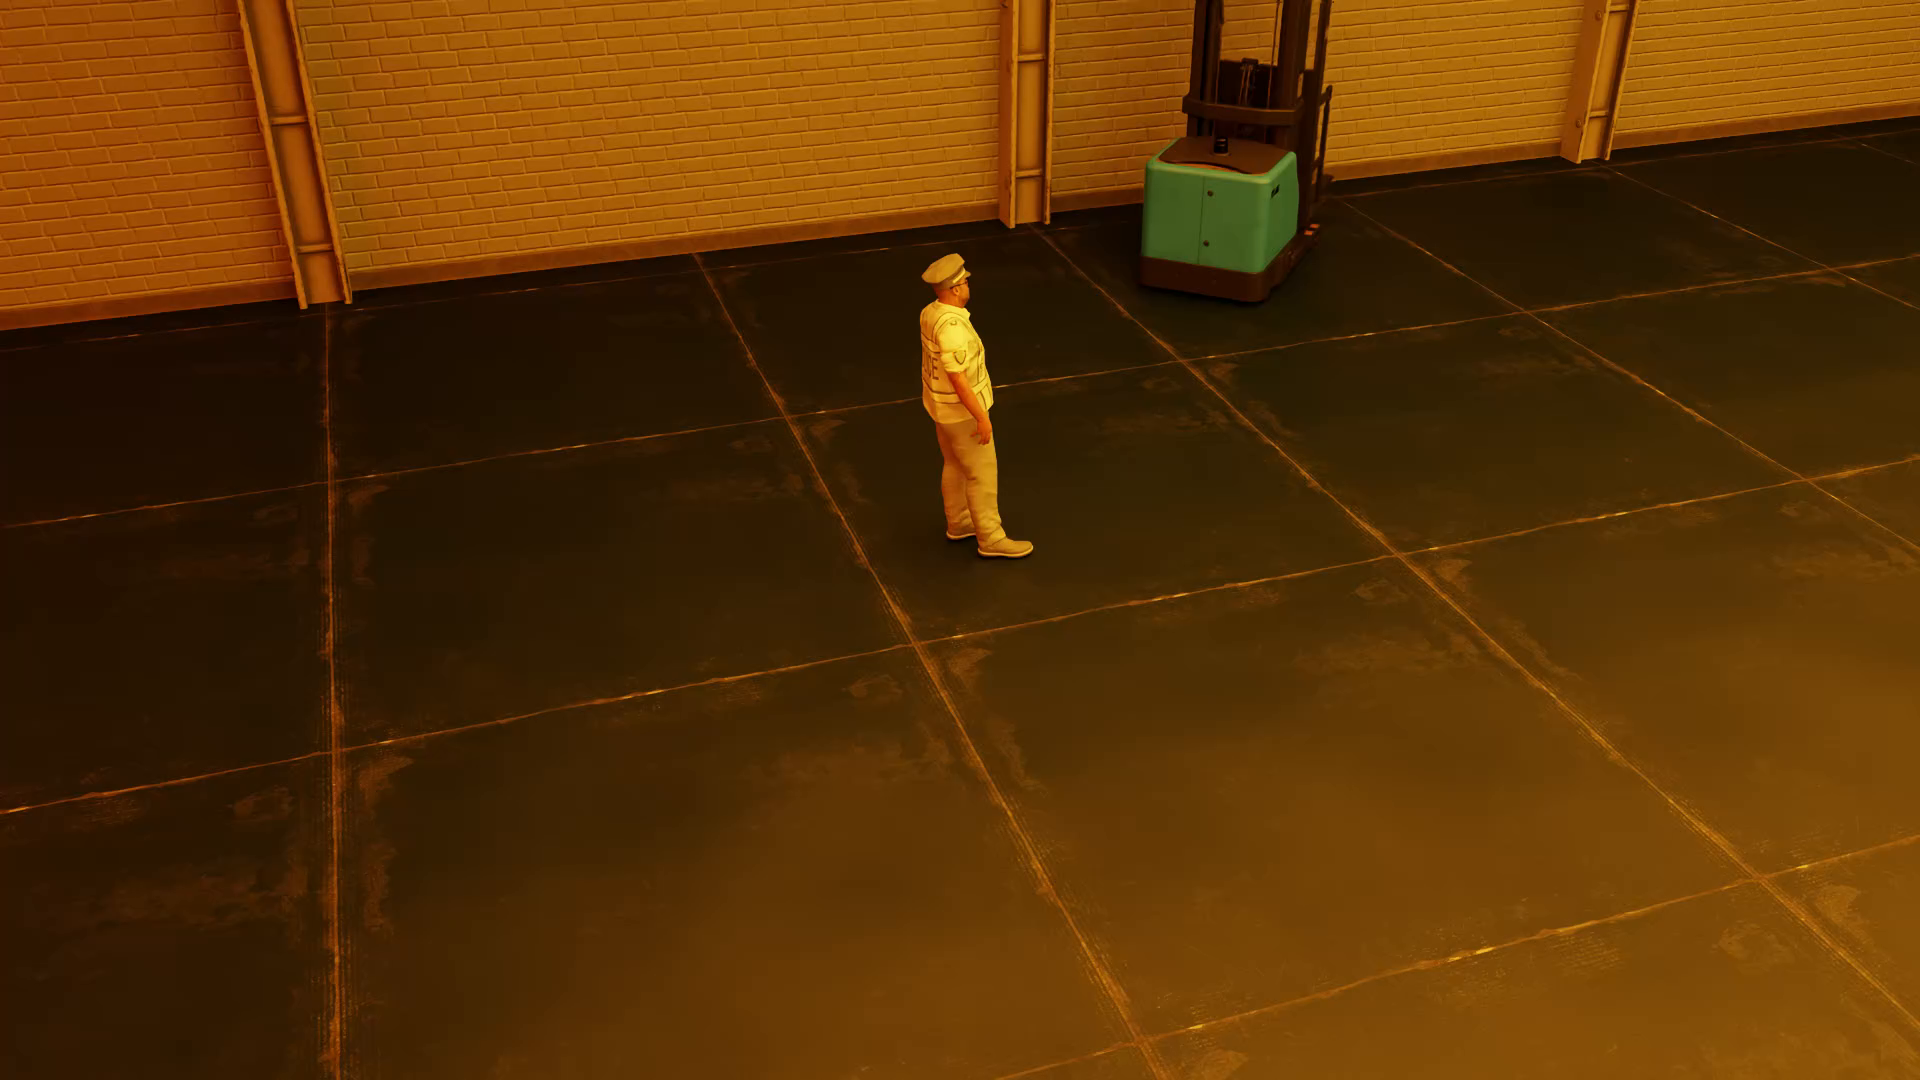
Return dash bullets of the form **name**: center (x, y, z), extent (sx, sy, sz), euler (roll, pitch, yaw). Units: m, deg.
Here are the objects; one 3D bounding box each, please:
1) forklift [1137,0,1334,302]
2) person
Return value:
- **forklift**: center (2.527, -3.865, 13.804), extent (1.130, 2.935, 3.031), euler (13, 32, 22)
- **person**: center (0.078, -0.786, 9.590), extent (0.573, 1.780, 0.641), euler (-10, 31, -16)
